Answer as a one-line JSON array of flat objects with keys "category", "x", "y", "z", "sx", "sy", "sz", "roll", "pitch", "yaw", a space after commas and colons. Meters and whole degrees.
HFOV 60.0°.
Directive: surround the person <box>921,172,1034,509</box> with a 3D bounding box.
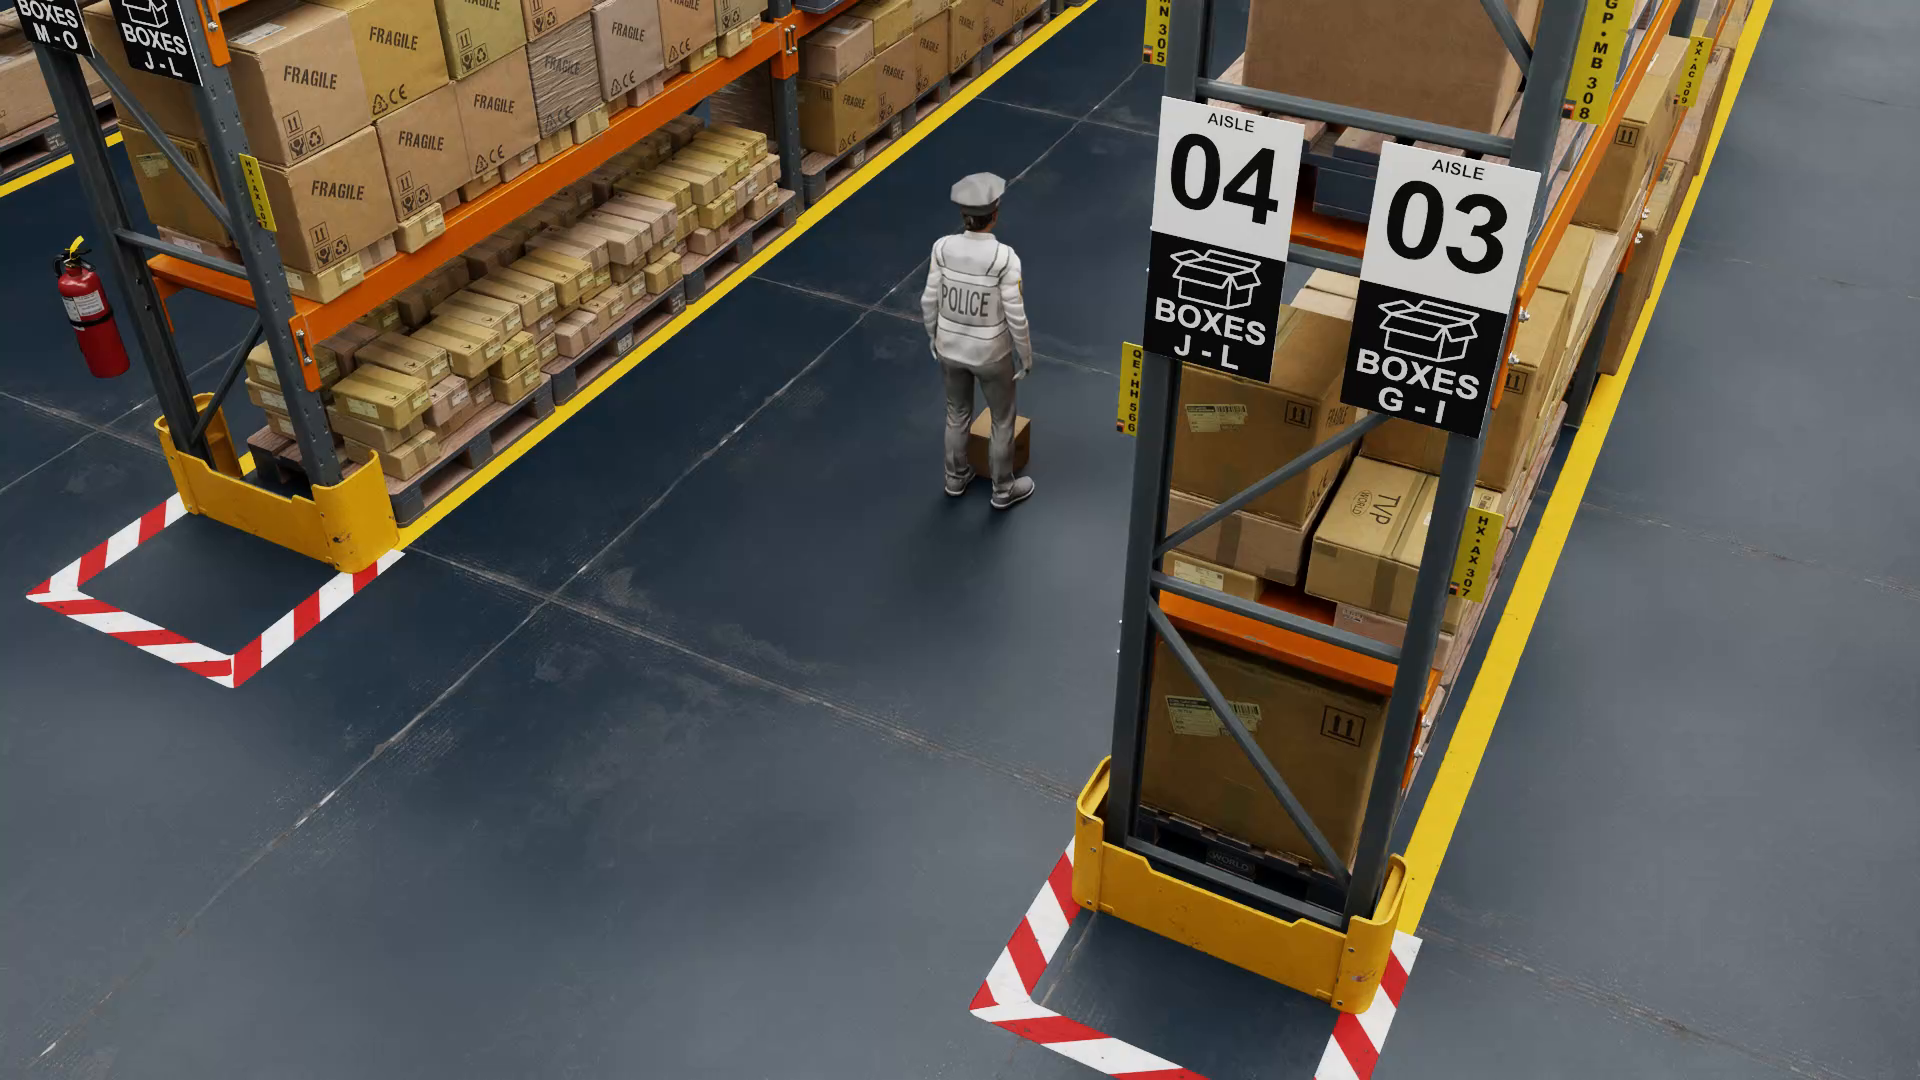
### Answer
[{"category": "person", "x": 0.083, "y": -0.909, "z": 7.899, "sx": 0.543, "sy": 1.666, "sz": 0.372, "roll": 16, "pitch": 41, "yaw": 20}]
